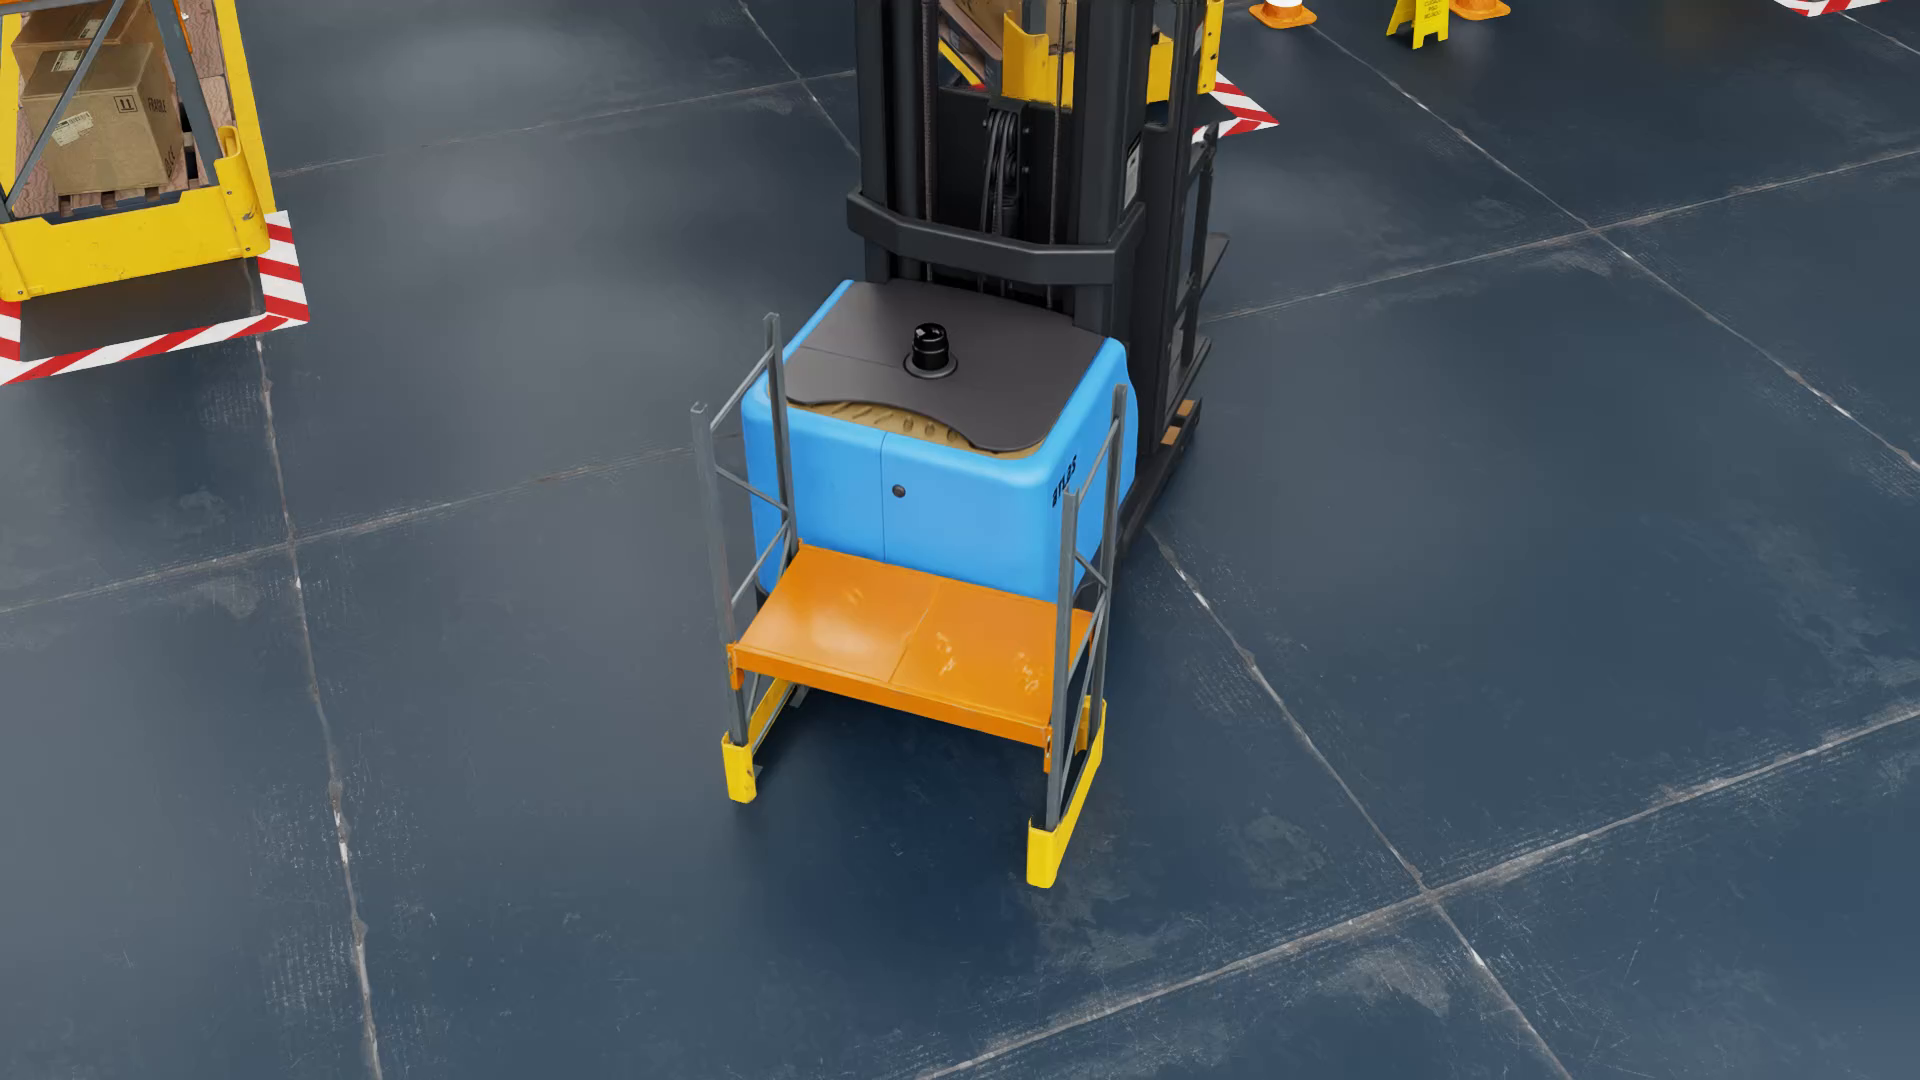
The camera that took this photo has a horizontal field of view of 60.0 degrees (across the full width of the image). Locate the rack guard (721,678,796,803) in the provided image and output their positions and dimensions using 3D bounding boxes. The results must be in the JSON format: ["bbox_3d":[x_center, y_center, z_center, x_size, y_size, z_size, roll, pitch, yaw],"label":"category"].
[{"bbox_3d":[-0.606,0.555,5.412,0.087,0.250,0.587,13,42,15],"label":"rack guard"}]

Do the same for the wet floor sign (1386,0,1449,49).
[{"bbox_3d":[2.647,-3.161,9.431,0.267,0.644,0.232,-23,46,-24],"label":"wet floor sign"}]

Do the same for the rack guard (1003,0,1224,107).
[{"bbox_3d":[0.815,-2.615,8.908,1.175,0.500,0.348,-15,43,-17],"label":"rack guard"}]

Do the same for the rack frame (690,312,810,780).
[{"bbox_3d":[-0.608,0.081,5.005,0.032,1.500,0.500,13,42,15],"label":"rack frame"}]

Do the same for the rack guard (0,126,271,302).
[{"bbox_3d":[-3.844,-1.499,7.610,1.175,0.500,0.348,-15,43,-17],"label":"rack guard"}]

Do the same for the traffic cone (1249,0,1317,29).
[{"bbox_3d":[1.915,-3.290,9.721,0.336,0.463,0.334,-15,43,-17],"label":"traffic cone"}]

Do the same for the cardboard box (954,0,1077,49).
[{"bbox_3d":[0.486,-3.323,9.121,0.875,0.875,0.875,-15,43,-17],"label":"cardboard box"}]

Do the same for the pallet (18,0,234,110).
[{"bbox_3d":[-4.585,-2.621,9.136,1.003,0.211,1.213,-15,43,-17],"label":"pallet"}]

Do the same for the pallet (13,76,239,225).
[{"bbox_3d":[-4.122,-1.888,8.283,1.003,0.211,1.213,-15,43,-17],"label":"pallet"}]

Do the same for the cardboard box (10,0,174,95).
[{"bbox_3d":[-4.299,-2.344,8.271,0.500,0.500,0.500,-5,41,-6],"label":"cardboard box"}]

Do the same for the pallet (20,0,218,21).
[{"bbox_3d":[-5.056,-3.357,9.992,1.003,0.211,1.213,-15,43,-17],"label":"pallet"}]

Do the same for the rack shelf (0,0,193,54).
[{"bbox_3d":[-4.580,-3.333,8.377,1.077,0.370,4.000,-15,43,-17],"label":"rack shelf"}]

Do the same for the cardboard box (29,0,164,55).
[{"bbox_3d":[-4.521,-2.726,8.715,0.500,0.500,0.500,-11,42,-13],"label":"cardboard box"}]

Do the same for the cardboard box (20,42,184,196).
[{"bbox_3d":[-4.038,-1.993,7.862,0.500,0.500,0.500,-8,41,-9],"label":"cardboard box"}]

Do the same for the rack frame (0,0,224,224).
[{"bbox_3d":[-3.815,-2.401,6.741,1.000,3.000,0.127,-15,43,-17],"label":"rack frame"}]

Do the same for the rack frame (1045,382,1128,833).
[{"bbox_3d":[0.350,0.304,4.746,0.032,1.500,0.500,13,42,15],"label":"rack frame"}]

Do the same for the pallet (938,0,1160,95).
[{"bbox_3d":[0.428,-2.982,9.556,1.003,0.211,1.213,-15,43,-17],"label":"pallet"}]

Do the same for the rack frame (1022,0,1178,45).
[{"bbox_3d":[0.806,-3.577,8.110,1.000,3.000,0.127,-15,43,-17],"label":"rack frame"}]

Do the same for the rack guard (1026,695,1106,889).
[{"bbox_3d":[0.332,0.773,5.159,0.087,0.250,0.587,13,42,15],"label":"rack guard"}]

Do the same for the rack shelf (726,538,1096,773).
[{"bbox_3d":[-0.129,0.329,4.993,1.000,0.185,0.538,13,42,15],"label":"rack shelf"}]

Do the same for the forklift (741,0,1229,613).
[{"bbox_3d":[0.330,-1.496,5.742,1.130,2.935,3.031,15,43,17],"label":"forklift"}]

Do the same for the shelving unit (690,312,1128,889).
[{"bbox_3d":[-0.137,0.191,4.878,1.083,1.500,0.587,13,42,15],"label":"shelving unit"}]

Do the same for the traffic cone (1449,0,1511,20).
[{"bbox_3d":[3.089,-3.367,9.810,0.336,0.463,0.334,-15,43,-17],"label":"traffic cone"}]
